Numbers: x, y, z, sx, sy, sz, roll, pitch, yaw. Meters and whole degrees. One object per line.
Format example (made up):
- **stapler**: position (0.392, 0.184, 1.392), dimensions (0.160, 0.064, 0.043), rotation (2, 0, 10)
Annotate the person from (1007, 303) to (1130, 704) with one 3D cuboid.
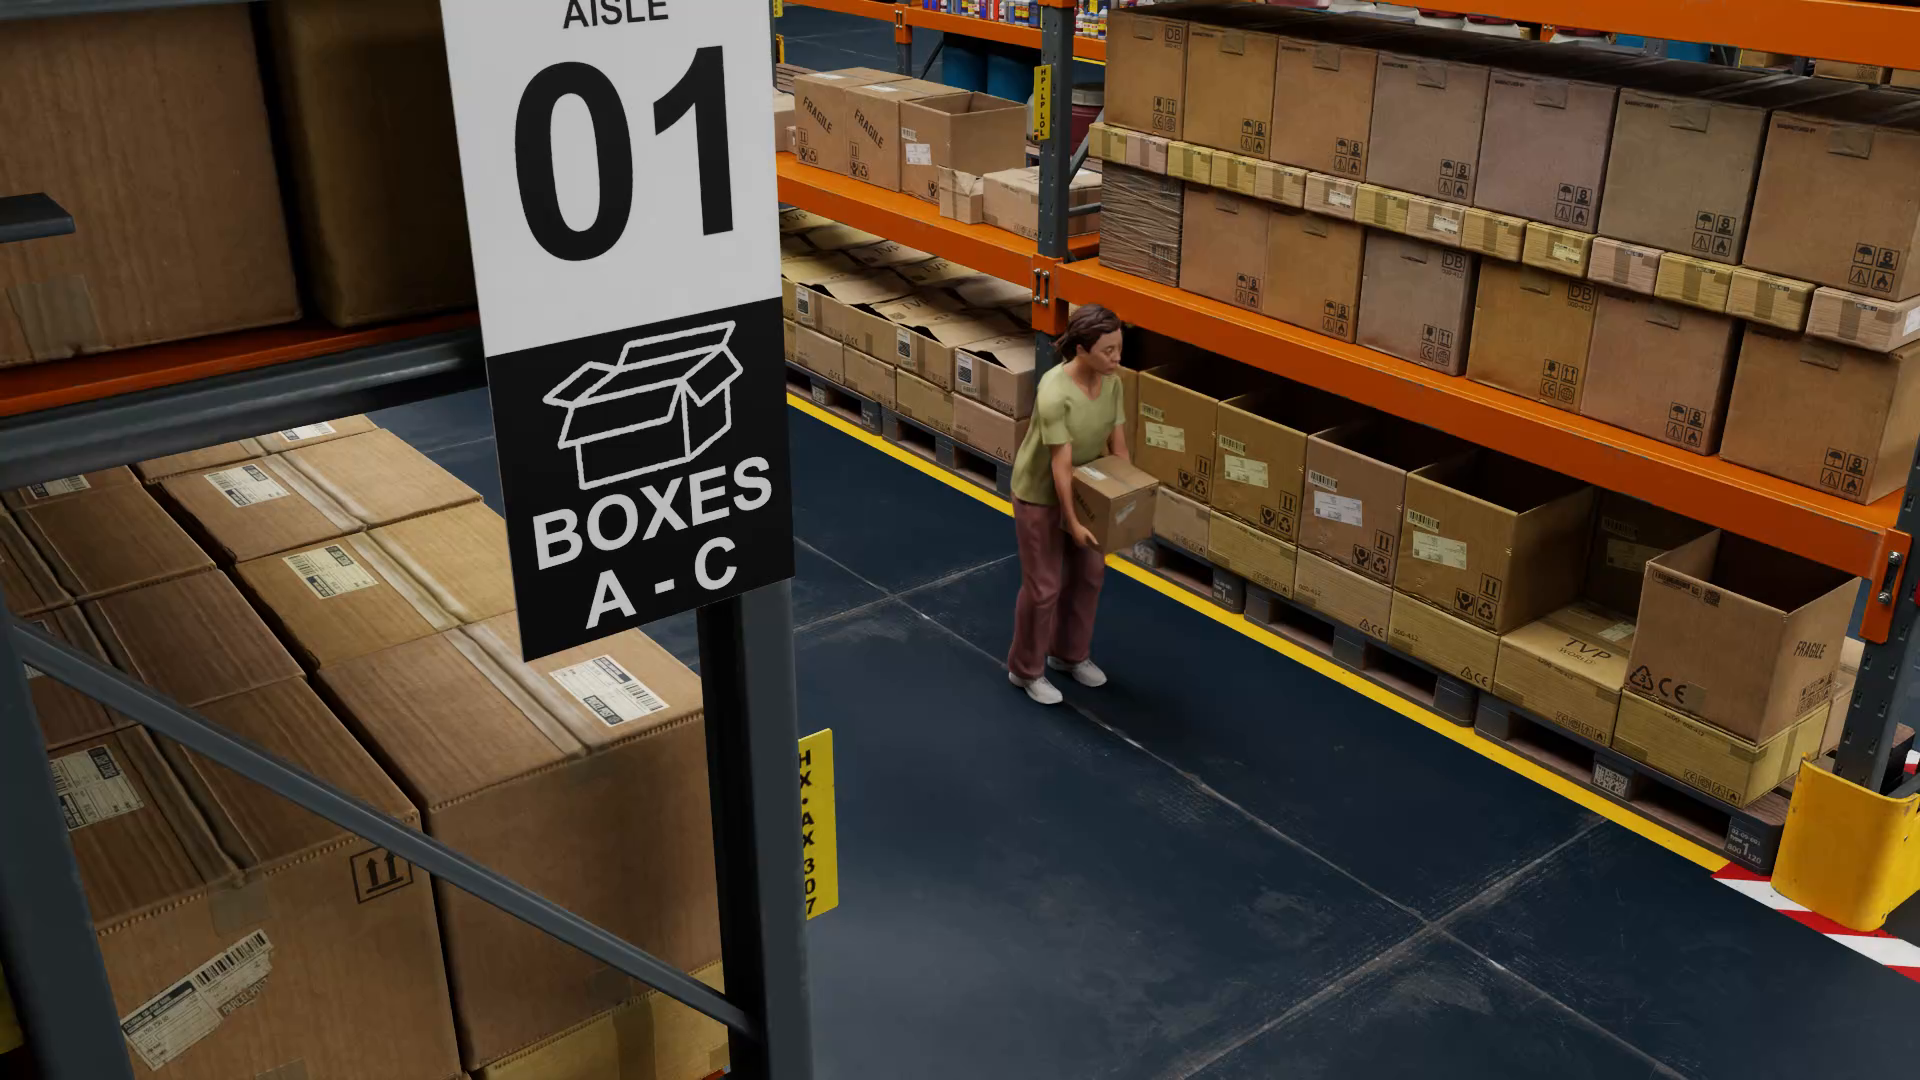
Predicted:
- **person**: position (0.453, -0.131, 6.437), dimensions (0.406, 1.643, 0.529), rotation (-19, 31, -35)
